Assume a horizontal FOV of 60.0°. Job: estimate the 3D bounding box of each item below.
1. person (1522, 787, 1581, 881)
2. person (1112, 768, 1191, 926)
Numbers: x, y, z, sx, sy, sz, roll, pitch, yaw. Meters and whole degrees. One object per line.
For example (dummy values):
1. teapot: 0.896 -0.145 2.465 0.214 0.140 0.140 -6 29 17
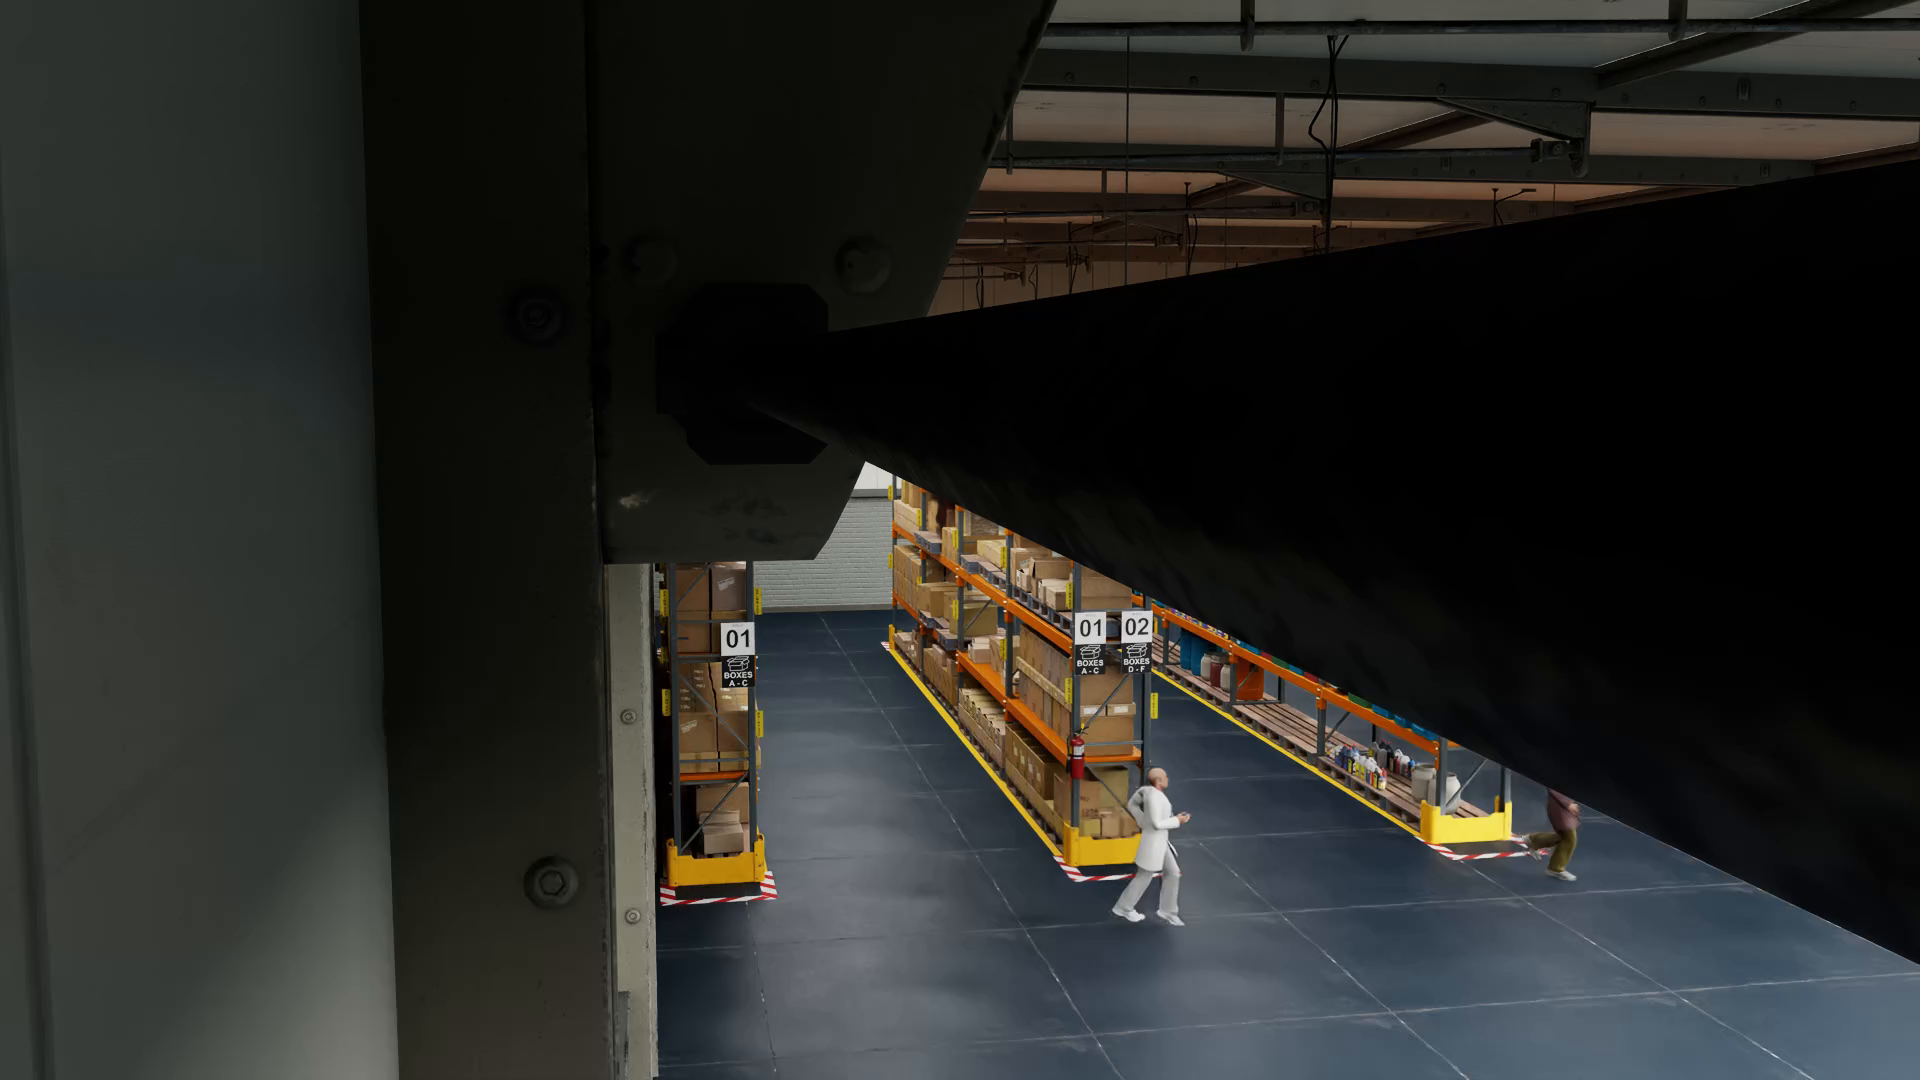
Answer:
1. person: 7.274 3.276 20.393 0.708 1.762 0.725 3 7 29
2. person: 2.132 3.459 18.549 0.862 1.855 0.668 1 6 8
